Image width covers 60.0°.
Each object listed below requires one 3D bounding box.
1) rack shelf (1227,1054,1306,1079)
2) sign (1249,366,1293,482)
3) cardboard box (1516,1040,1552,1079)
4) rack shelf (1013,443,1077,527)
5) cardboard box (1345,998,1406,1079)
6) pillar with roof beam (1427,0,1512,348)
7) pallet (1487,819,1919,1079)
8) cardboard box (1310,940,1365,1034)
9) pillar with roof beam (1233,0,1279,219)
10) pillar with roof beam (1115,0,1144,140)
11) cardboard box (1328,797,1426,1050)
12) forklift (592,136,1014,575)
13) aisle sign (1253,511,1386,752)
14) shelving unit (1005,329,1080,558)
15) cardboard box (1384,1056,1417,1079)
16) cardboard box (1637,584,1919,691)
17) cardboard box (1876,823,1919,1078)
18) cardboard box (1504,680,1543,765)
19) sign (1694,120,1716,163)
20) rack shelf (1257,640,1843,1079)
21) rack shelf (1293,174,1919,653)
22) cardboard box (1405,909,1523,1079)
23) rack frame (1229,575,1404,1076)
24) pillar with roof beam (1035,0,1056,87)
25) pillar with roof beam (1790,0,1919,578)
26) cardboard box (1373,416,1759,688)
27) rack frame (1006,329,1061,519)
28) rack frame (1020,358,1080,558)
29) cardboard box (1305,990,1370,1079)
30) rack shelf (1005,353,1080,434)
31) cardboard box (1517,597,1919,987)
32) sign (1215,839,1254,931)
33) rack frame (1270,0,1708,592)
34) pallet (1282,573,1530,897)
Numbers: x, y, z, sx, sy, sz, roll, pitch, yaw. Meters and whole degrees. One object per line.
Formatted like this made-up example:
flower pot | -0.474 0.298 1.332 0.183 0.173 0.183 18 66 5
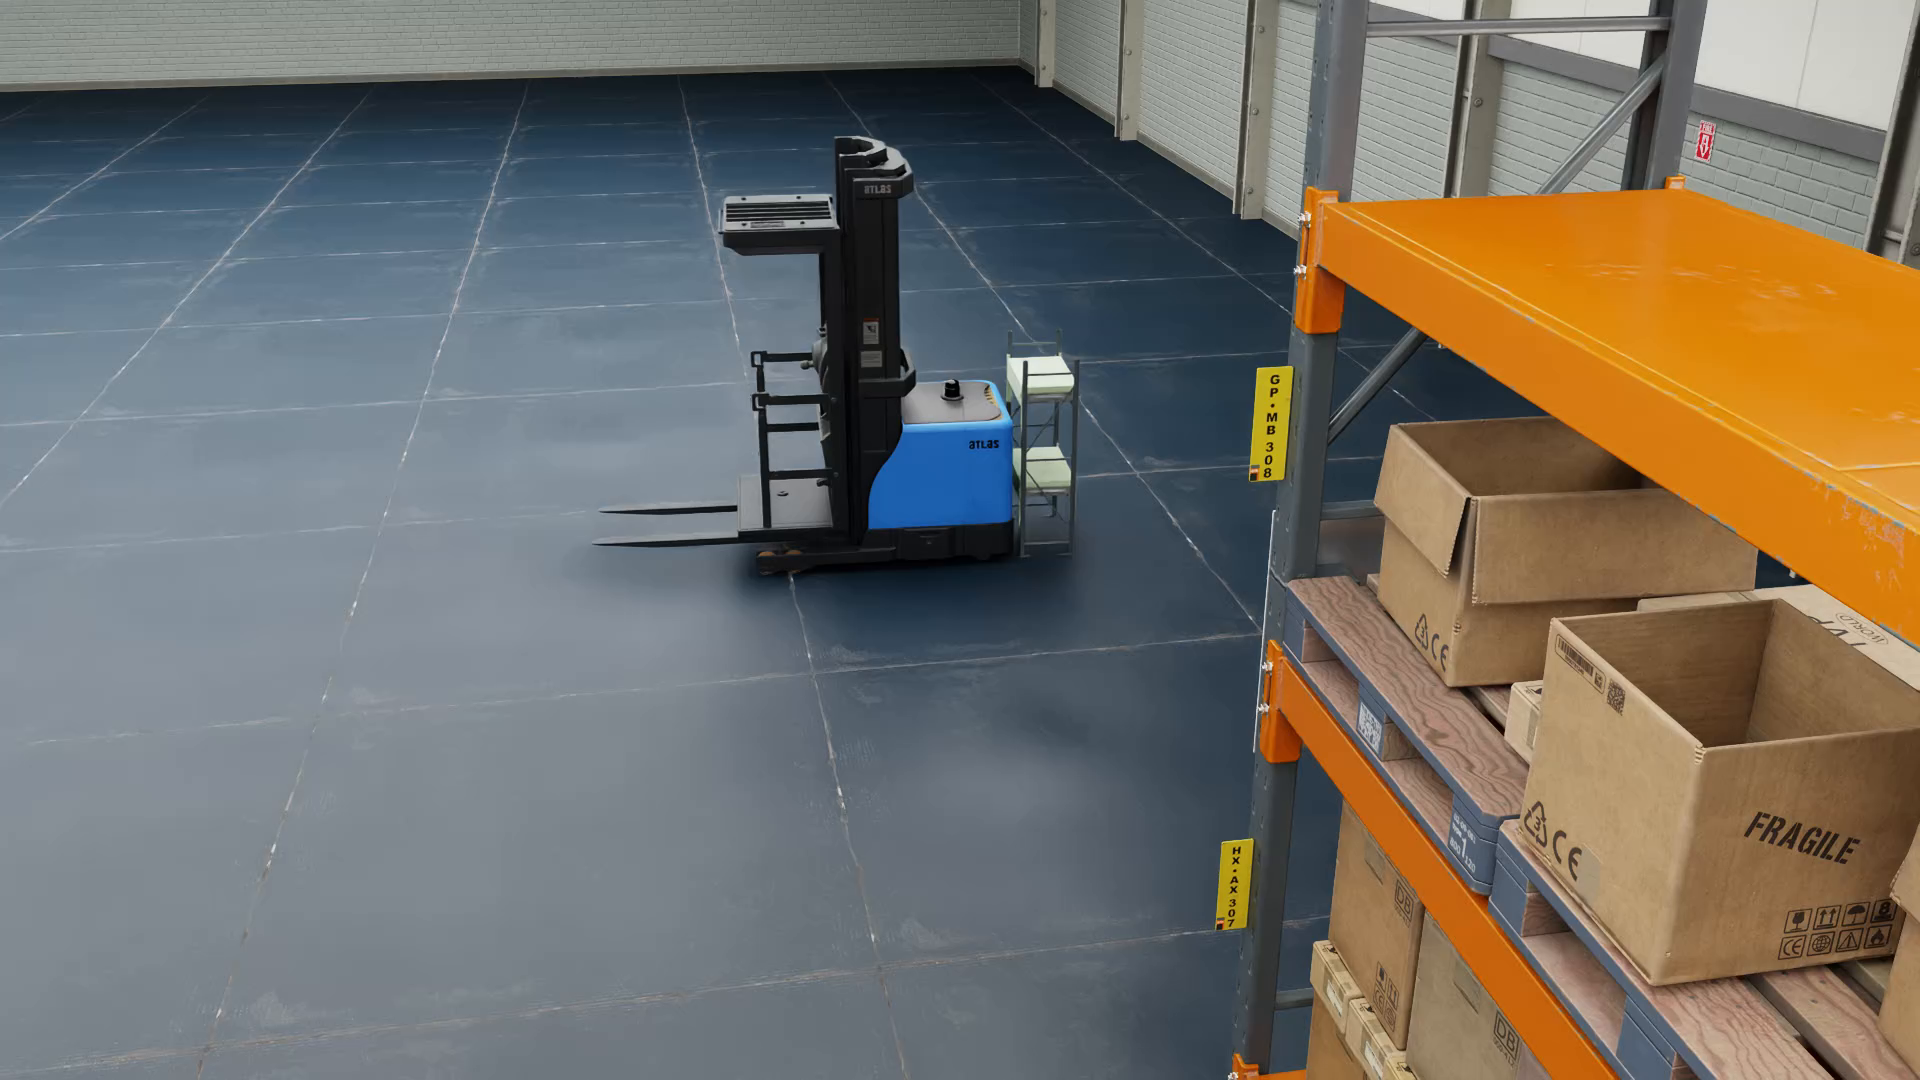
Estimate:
rack shelf | 1.762 2.575 3.747 1.077 0.370 4.000 -4 24 -10
sign | 0.846 -0.314 4.525 0.100 0.325 0.005 -4 24 -10
cardboard box | 1.672 1.429 3.728 0.700 0.500 0.500 -4 24 -10
rack shelf | 0.593 -0.419 12.391 0.431 0.370 0.720 -3 24 -6
cardboard box | 1.305 1.390 4.628 0.380 0.149 0.250 -5 24 -11
pillar with roof beam | 0.790 -5.849 14.641 9.100 9.000 0.400 -4 24 -10
pallet | 1.727 0.886 3.080 1.003 0.211 1.213 -4 24 -10
cardboard box | 1.253 1.286 4.865 0.380 0.149 0.250 -4 24 -10
pillar with roof beam | -0.320 -8.209 20.044 9.100 9.000 0.400 -4 24 -10
pillar with roof beam | -1.429 -10.569 25.448 9.100 9.000 0.400 -4 24 -10
cardboard box | 1.476 1.024 4.655 0.700 0.500 0.500 -4 24 -10
forklift | -1.164 -1.317 11.847 3.031 2.935 1.130 -3 24 -6
aisle sign | 1.079 0.264 4.892 0.394 0.787 0.004 -4 24 -10
shelving unit | 0.594 -0.718 12.261 0.431 1.500 0.755 -3 24 -6
cardboard box | 1.350 1.488 4.403 0.380 0.149 0.250 -4 24 -10
cardboard box | 1.864 0.330 3.730 0.500 0.250 0.500 -4 24 -10
cardboard box | 1.951 0.697 2.574 0.797 0.503 0.637 -2 24 -4
cardboard box | 1.437 0.419 3.653 0.380 0.149 0.250 -4 24 -10
sign | 5.807 -3.106 12.959 0.001 0.298 0.199 -4 24 -10
rack shelf | 1.762 1.201 3.147 1.077 0.370 4.000 -4 24 -10
rack shelf | 1.762 0.009 2.627 1.077 0.370 4.000 -4 24 -10
cardboard box | 1.578 1.230 4.182 0.700 0.500 0.500 -5 24 -11
rack frame | 1.392 1.459 5.405 1.000 3.000 0.127 -4 24 -10
pillar with roof beam | -2.539 -12.929 30.851 9.100 9.000 0.400 -4 24 -10
pillar with roof beam | 1.899 -3.489 9.237 9.100 9.000 0.400 -4 24 -10
cardboard box | 1.494 0.007 4.153 0.797 0.503 0.637 -3 24 -6
rack frame | 0.549 -0.863 12.594 0.400 1.500 0.023 -3 24 -6
rack frame | 0.638 -0.572 11.928 0.400 1.500 0.023 -3 24 -6
cardboard box | 1.466 1.598 4.962 0.700 0.500 0.500 -4 24 -10
rack shelf | 0.594 -1.075 12.105 0.431 0.370 0.720 -3 24 -6
cardboard box | 1.431 0.455 3.130 0.500 0.500 0.500 -4 24 -10
sign | 0.846 1.065 5.127 0.100 0.325 0.005 -4 24 -10
rack frame | 1.392 -1.290 4.204 1.000 3.000 0.127 -4 24 -10
pallet | 1.498 0.405 4.181 1.003 0.211 1.213 -4 24 -10
